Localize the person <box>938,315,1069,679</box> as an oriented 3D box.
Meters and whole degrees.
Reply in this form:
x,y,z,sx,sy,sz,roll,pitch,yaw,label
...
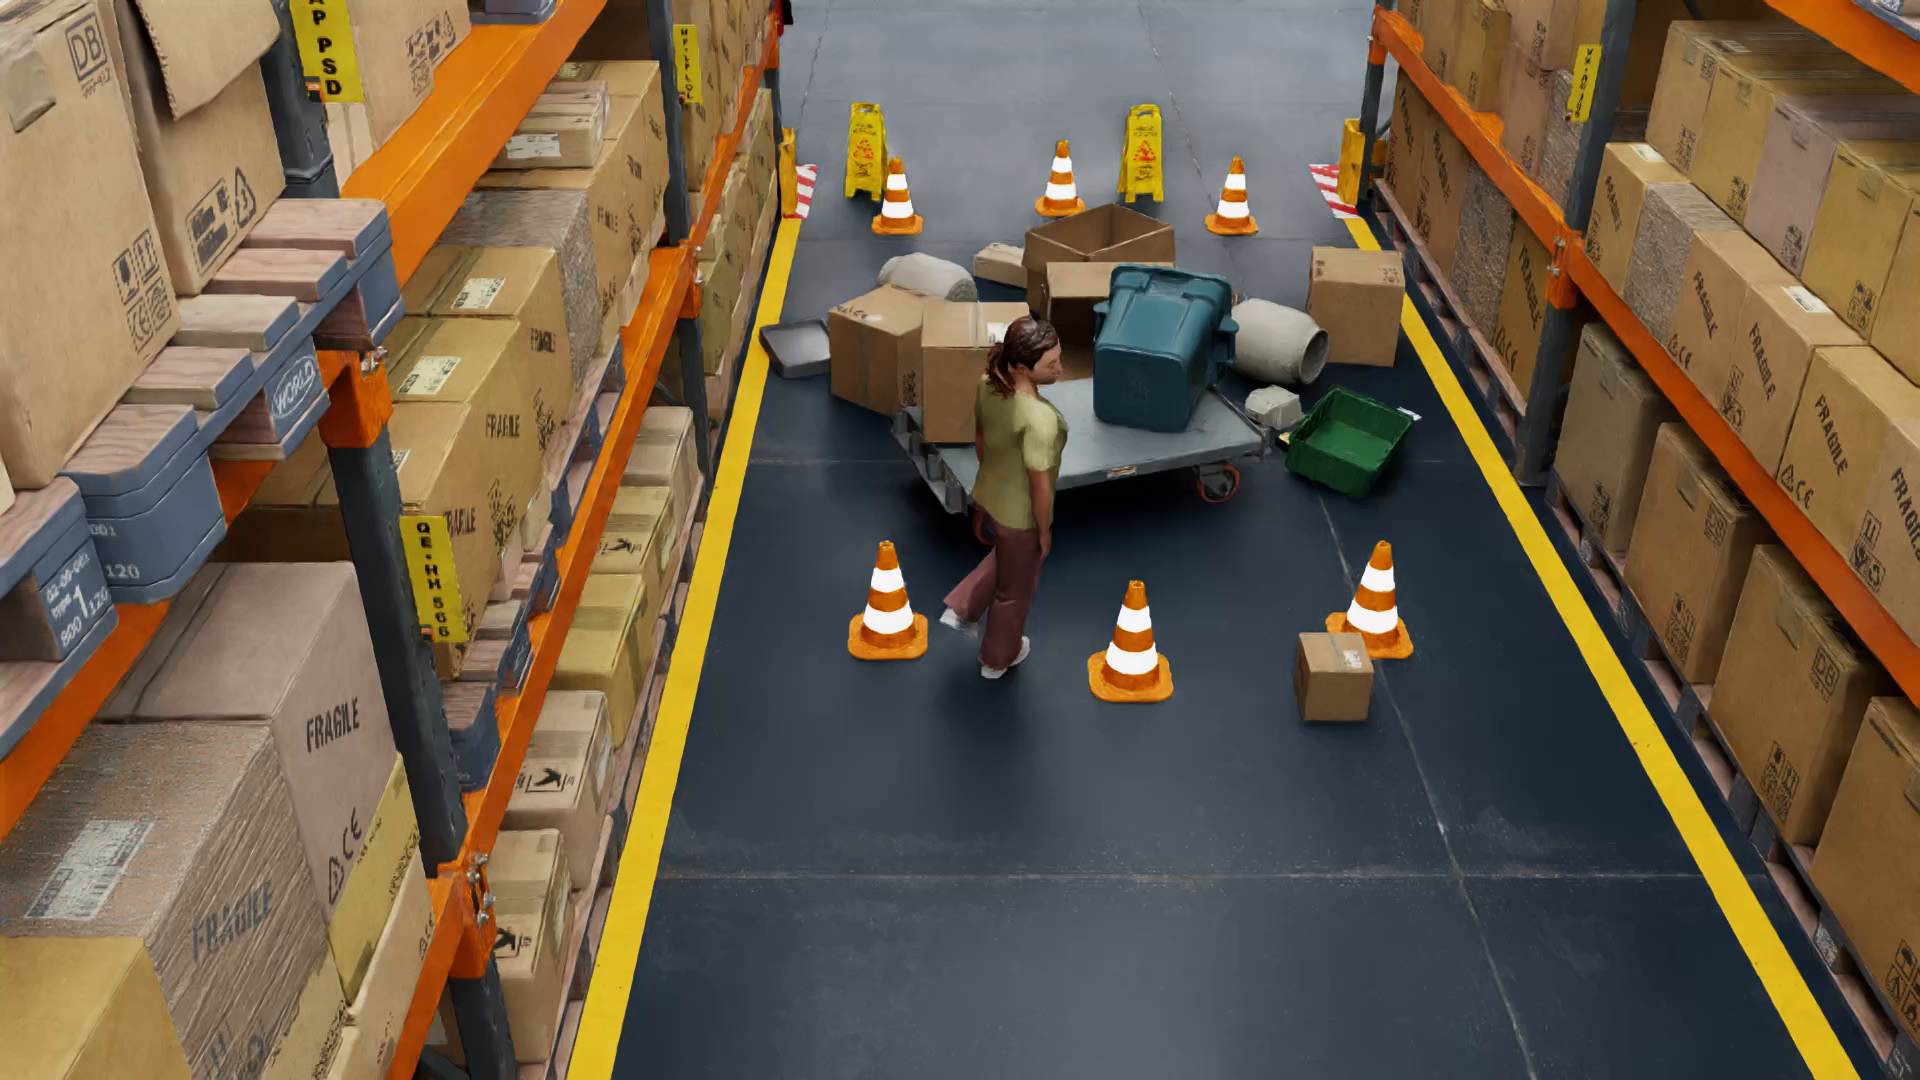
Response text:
x,y,z,sx,sy,sz,roll,pitch,yaw,label
0.226,-0.051,6.423,0.476,1.464,0.594,-21,37,-30,person
